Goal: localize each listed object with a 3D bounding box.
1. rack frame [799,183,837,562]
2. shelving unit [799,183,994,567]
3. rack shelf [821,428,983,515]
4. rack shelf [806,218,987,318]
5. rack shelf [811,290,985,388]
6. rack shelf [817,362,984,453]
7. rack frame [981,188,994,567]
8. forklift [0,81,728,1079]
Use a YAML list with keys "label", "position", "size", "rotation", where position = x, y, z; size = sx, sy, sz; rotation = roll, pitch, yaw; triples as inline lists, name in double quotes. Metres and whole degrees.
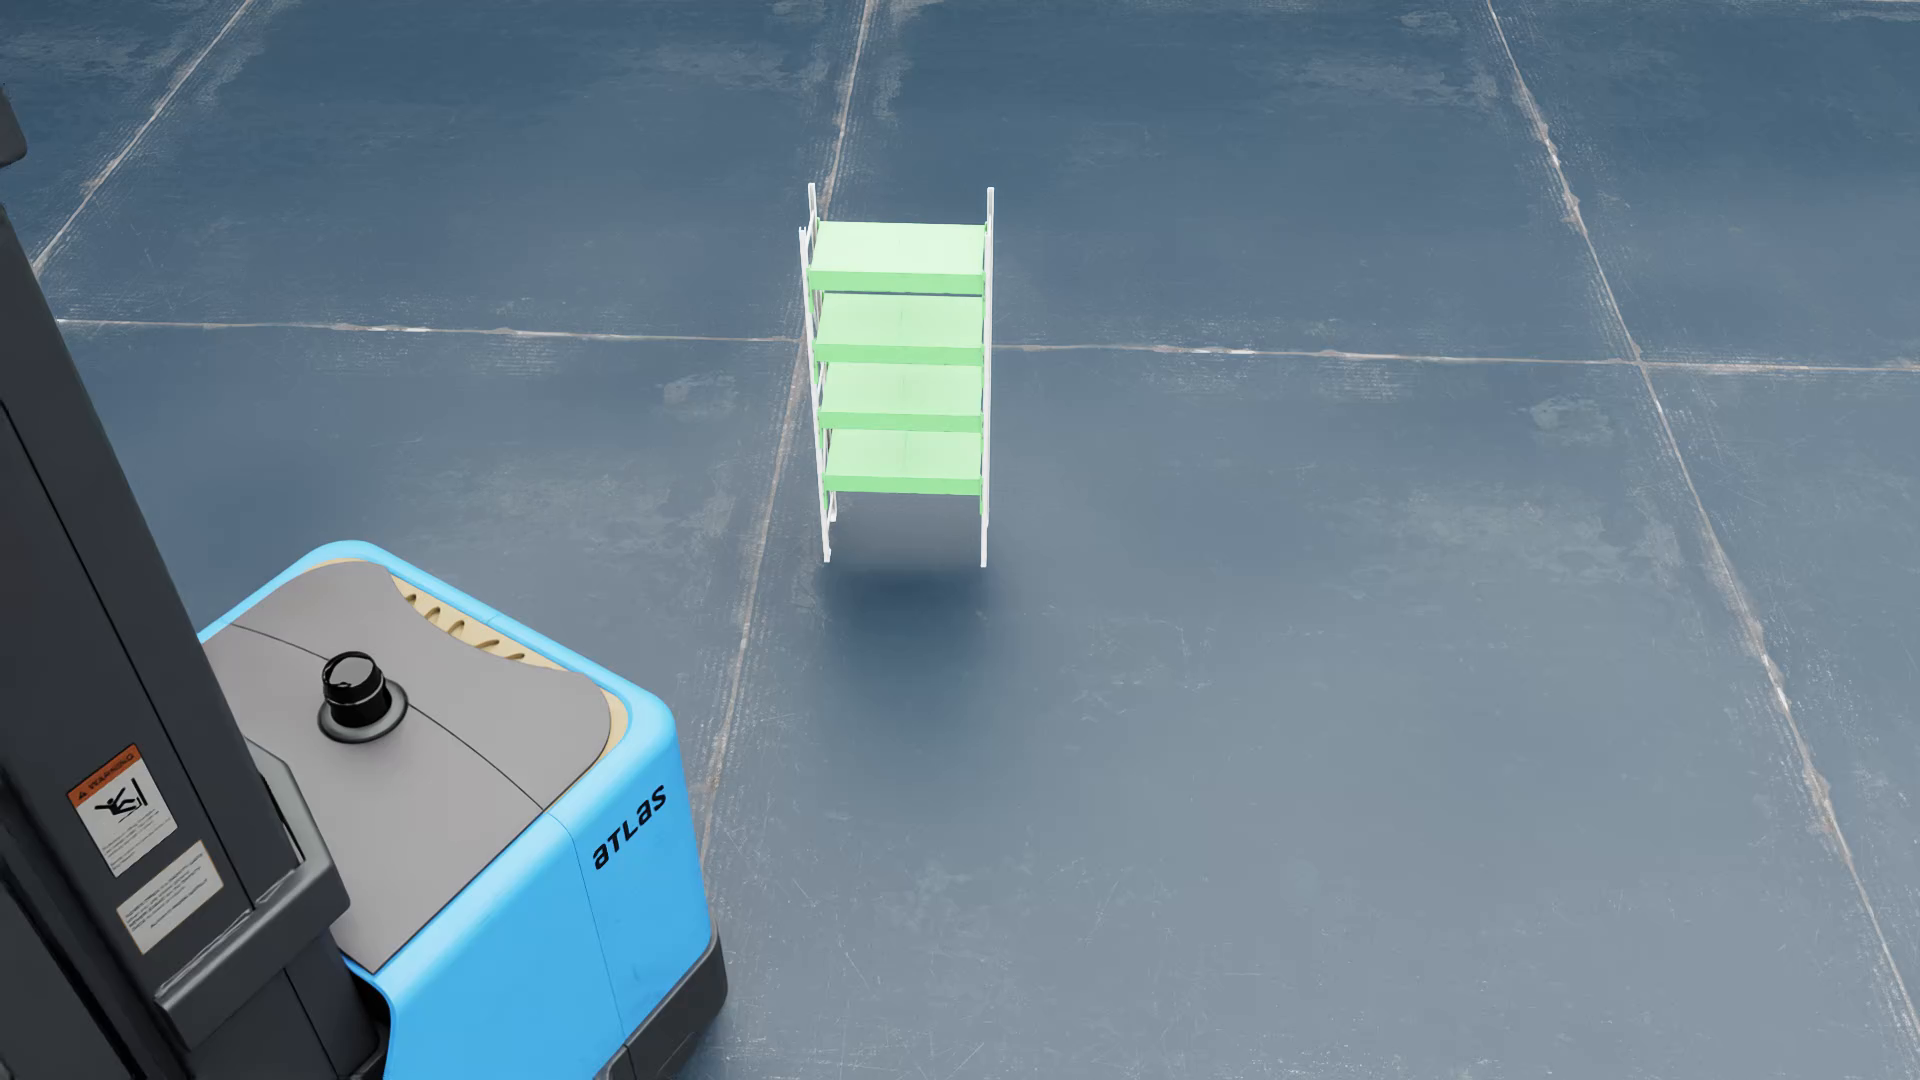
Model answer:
- label: "rack frame"
  position: [-0.409, -0.452, 4.855]
  size: [0.015, 1.200, 0.240]
  rotation: [2, 43, 2]
- label: "shelving unit"
  position: [-0.165, -0.444, 4.846]
  size: [0.503, 1.200, 0.258]
  rotation: [2, 43, 2]
- label: "rack shelf"
  position: [-0.165, -0.222, 5.054]
  size: [0.480, 0.148, 0.258]
  rotation: [2, 43, 2]
- label: "rack shelf"
  position: [-0.165, -0.749, 4.563]
  size: [0.480, 0.148, 0.258]
  rotation: [2, 43, 2]
- label: "rack shelf"
  position: [-0.165, -0.573, 4.726]
  size: [0.480, 0.148, 0.258]
  rotation: [2, 43, 2]
- label: "rack shelf"
  position: [-0.165, -0.397, 4.890]
  size: [0.480, 0.148, 0.258]
  rotation: [2, 43, 2]
- label: "rack frame"
  position: [0.078, -0.437, 4.838]
  size: [0.015, 1.200, 0.240]
  rotation: [2, 43, 2]
- label: "forklift"
  position: [-1.782, 0.709, 2.338]
  size: [1.130, 2.935, 3.031]
  rotation: [24, 48, 24]
